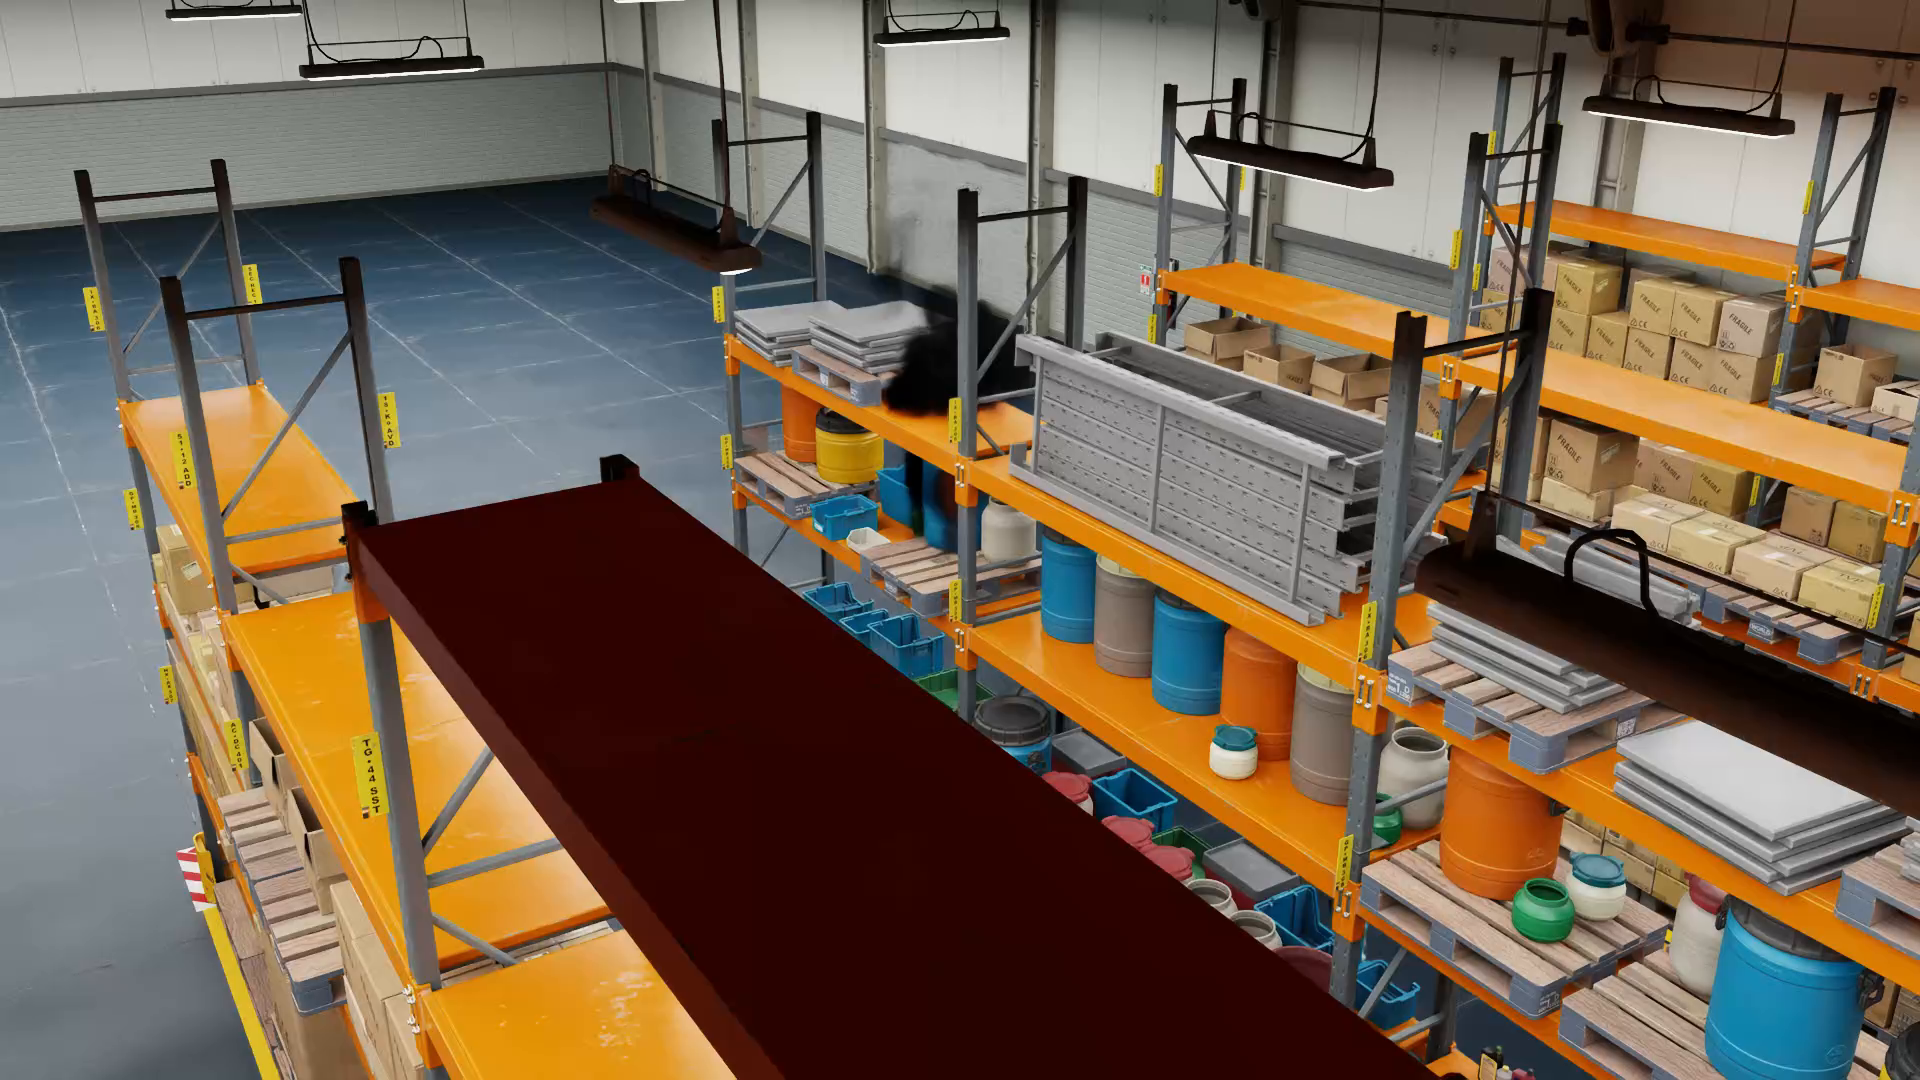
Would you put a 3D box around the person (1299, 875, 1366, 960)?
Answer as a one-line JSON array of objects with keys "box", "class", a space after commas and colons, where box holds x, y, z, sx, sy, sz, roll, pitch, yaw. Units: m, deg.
[{"box": [2.741, 2.430, 12.486, 0.537, 1.607, 0.842, -17, 27, -35], "class": "person"}]
